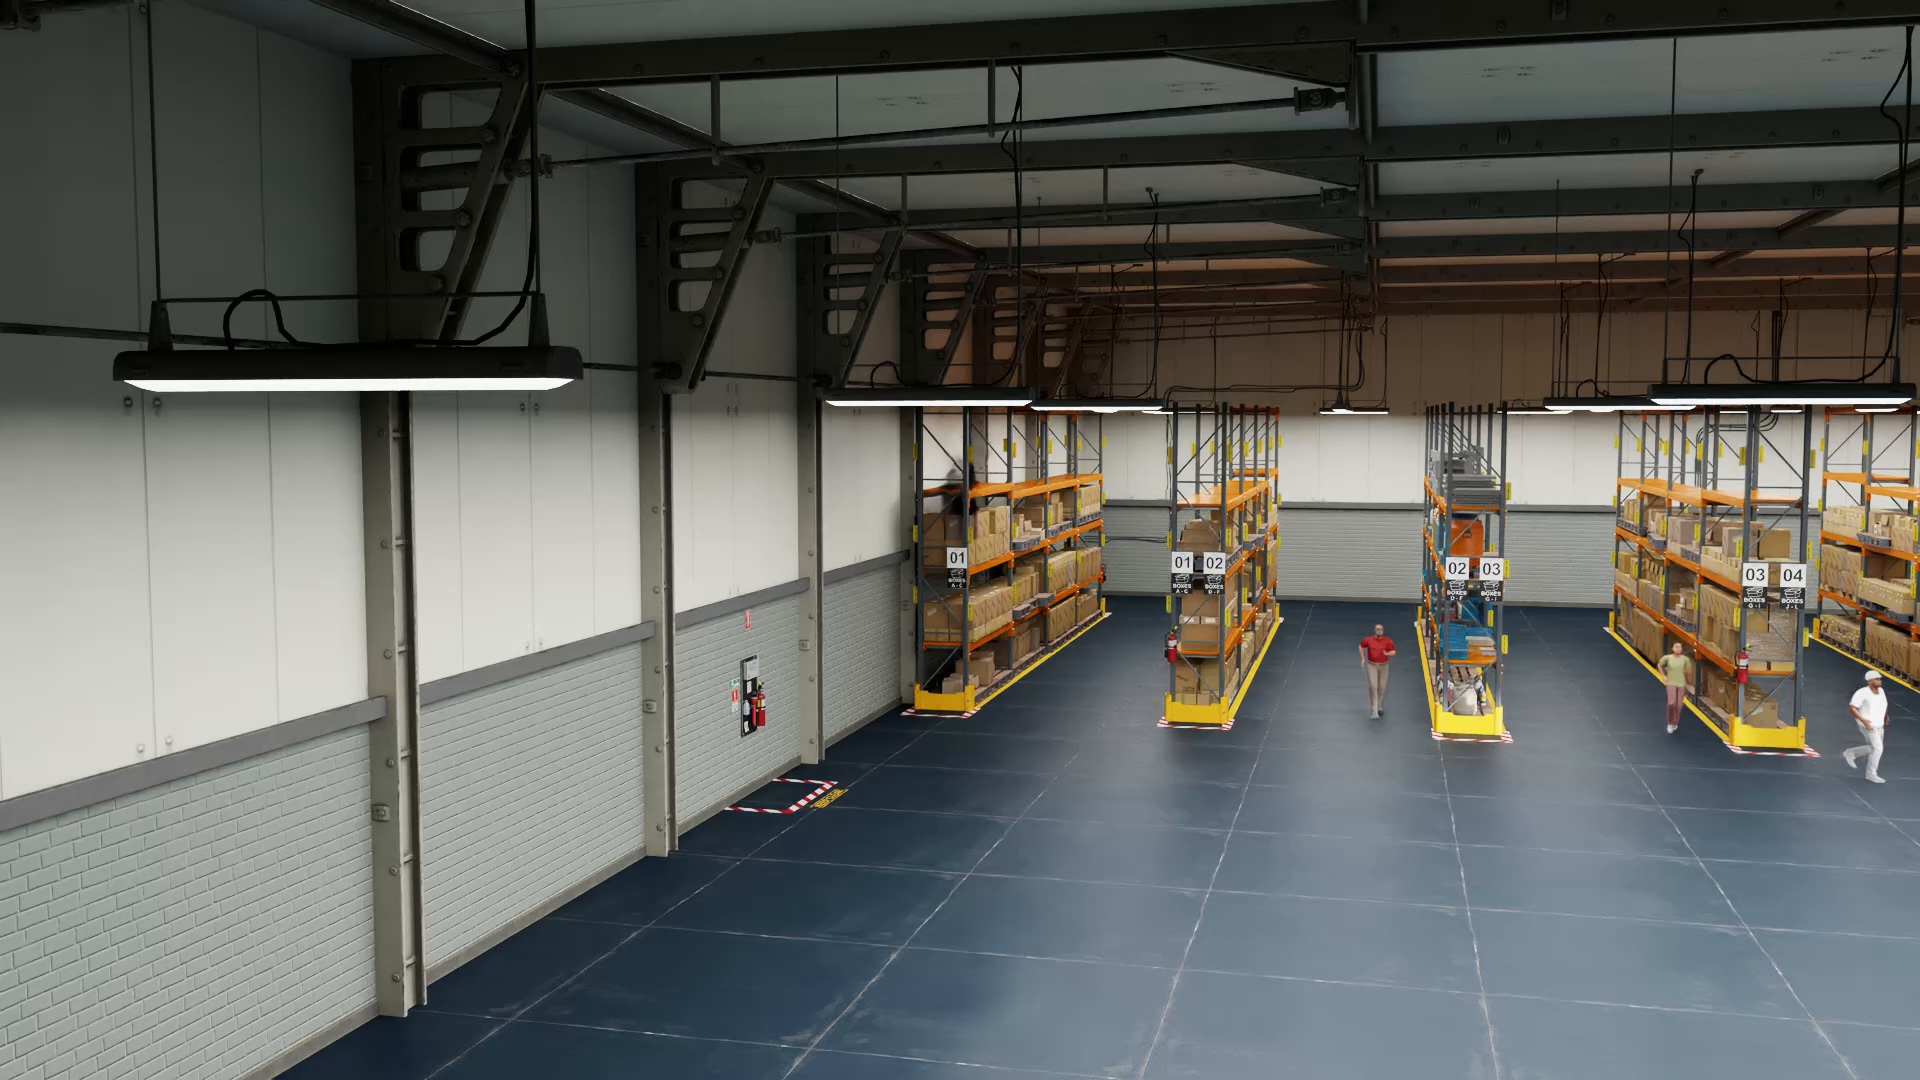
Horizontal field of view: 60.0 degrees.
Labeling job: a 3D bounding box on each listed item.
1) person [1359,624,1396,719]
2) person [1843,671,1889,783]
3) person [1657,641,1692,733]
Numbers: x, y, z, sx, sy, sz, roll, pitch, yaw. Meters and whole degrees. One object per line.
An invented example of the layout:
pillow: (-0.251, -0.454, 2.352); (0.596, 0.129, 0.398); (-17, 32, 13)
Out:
person: (8.028, 2.493, 31.945); (0.646, 1.771, 0.888); (0, 4, 2)
person: (14.316, 2.916, 26.288); (0.698, 1.758, 0.737); (-2, 5, -28)
person: (12.984, 2.666, 30.170); (0.561, 1.681, 0.622); (1, 4, 12)
